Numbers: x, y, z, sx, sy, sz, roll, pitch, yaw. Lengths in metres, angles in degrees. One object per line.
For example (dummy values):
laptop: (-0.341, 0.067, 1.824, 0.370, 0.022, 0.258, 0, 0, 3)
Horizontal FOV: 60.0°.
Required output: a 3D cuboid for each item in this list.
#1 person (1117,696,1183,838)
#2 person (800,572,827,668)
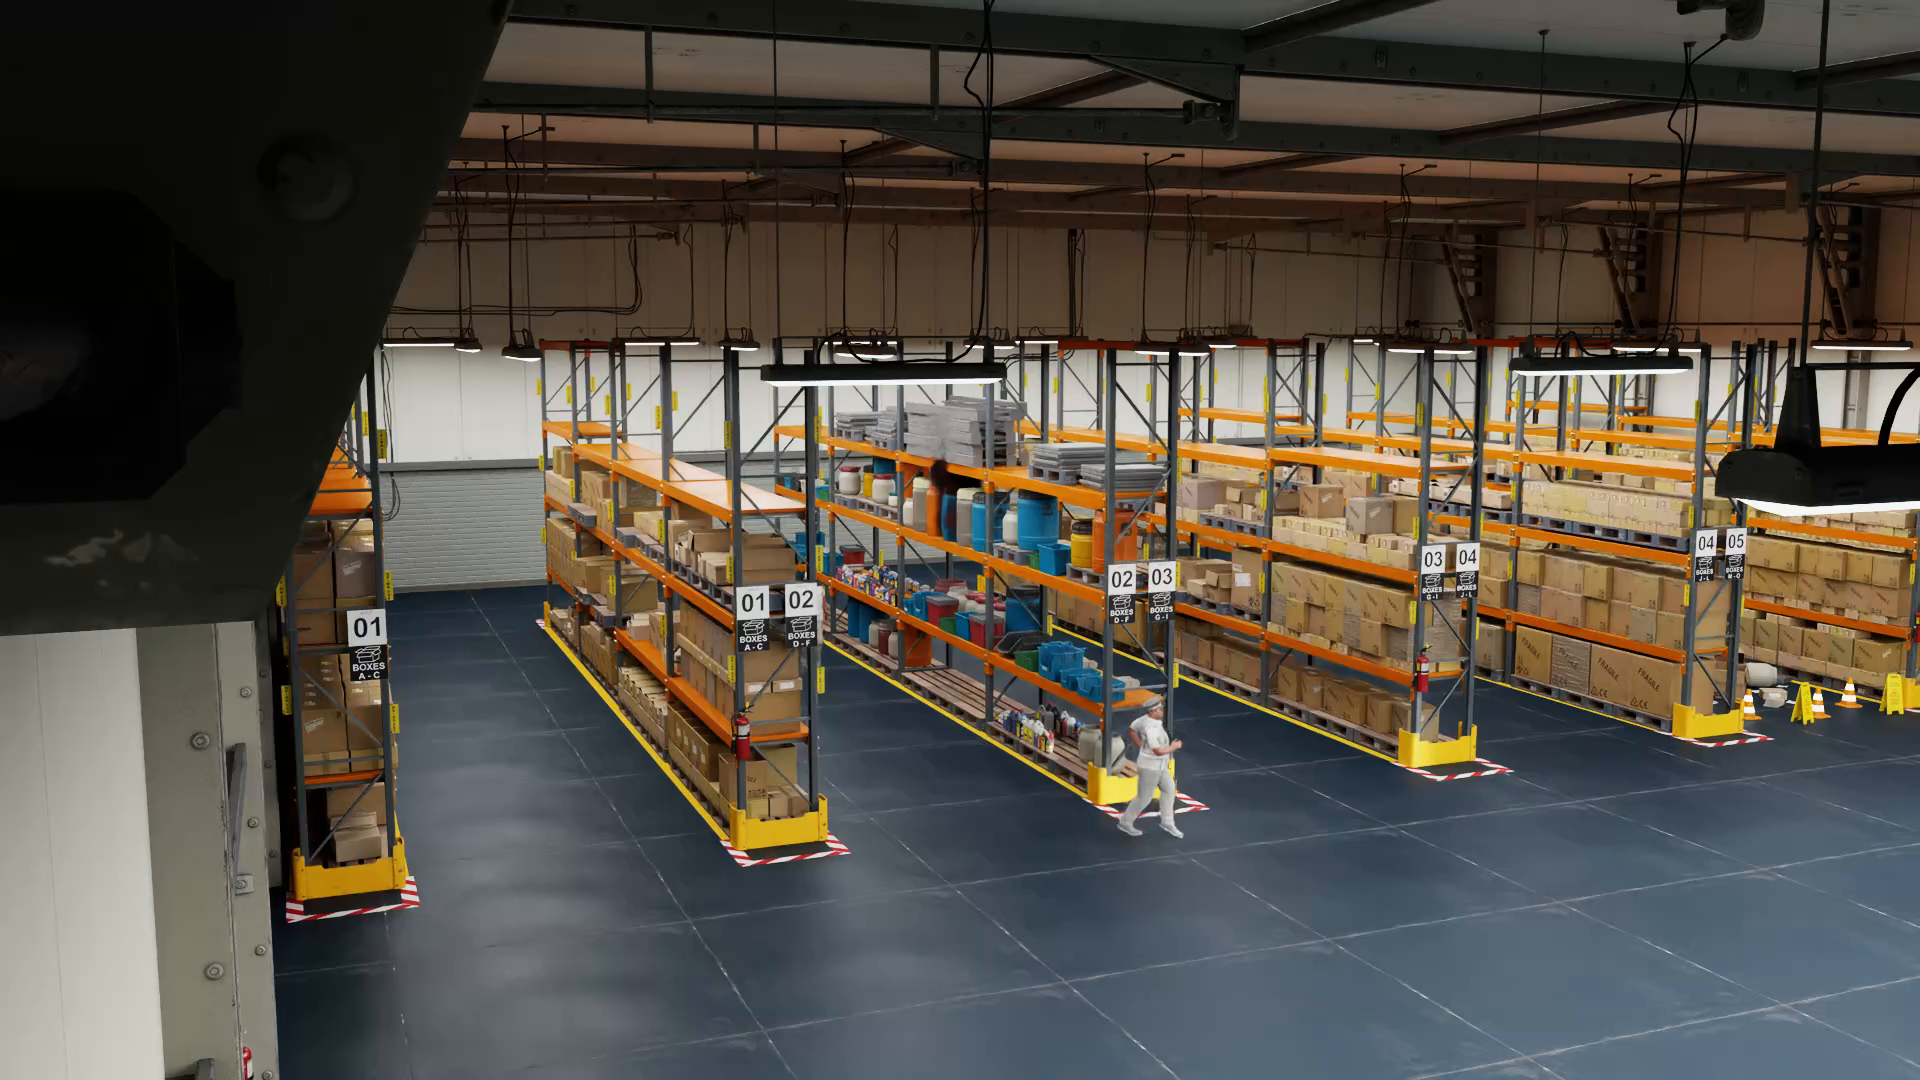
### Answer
person: (2.338, 2.808, 20.372, 0.812, 1.832, 0.625, 1, 8, 9)
person: (-2.567, 1.459, 28.767, 0.664, 1.875, 0.808, -3, 8, -21)
